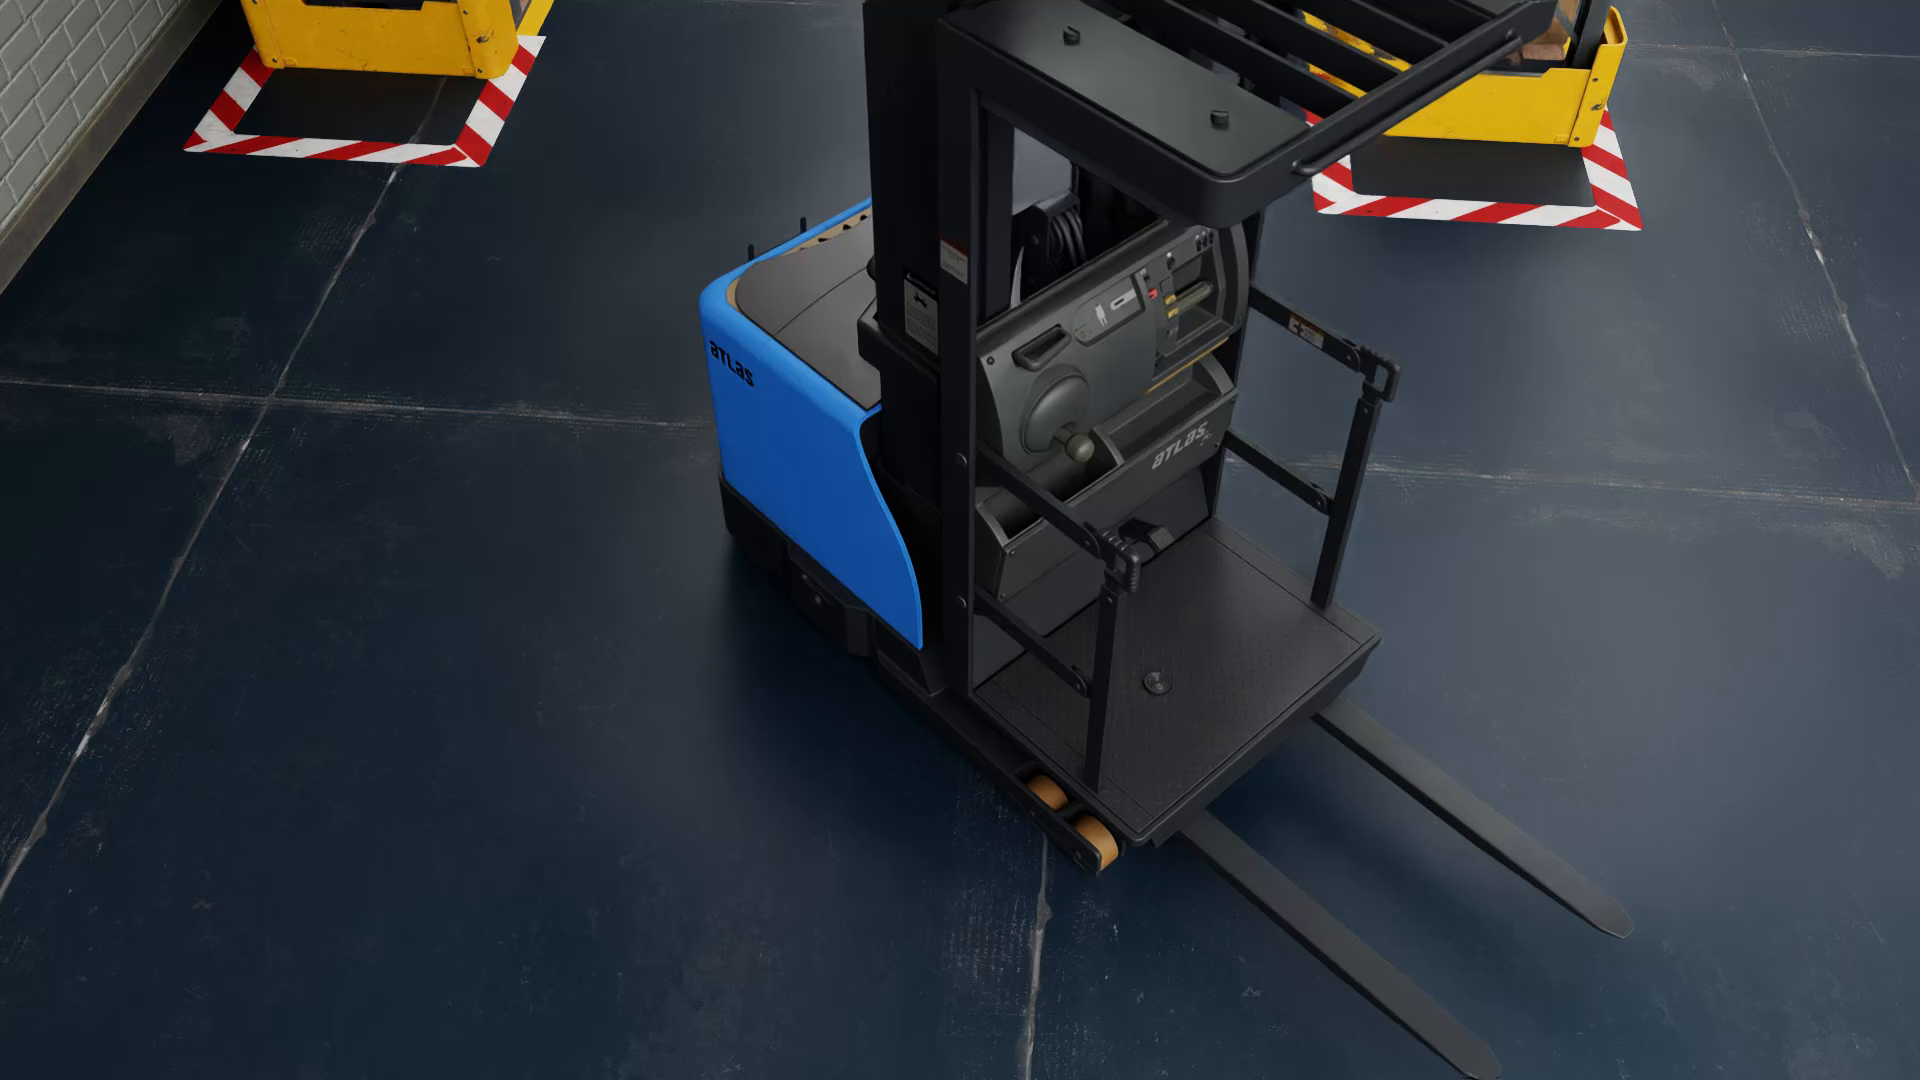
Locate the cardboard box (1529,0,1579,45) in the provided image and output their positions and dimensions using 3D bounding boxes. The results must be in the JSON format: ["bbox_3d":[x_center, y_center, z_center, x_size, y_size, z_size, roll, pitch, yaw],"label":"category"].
[{"bbox_3d":[2.511,-2.516,7.598,0.500,0.250,0.500,4,48,4],"label":"cardboard box"}]

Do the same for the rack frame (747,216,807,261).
[{"bbox_3d":[-0.602,-0.710,5.789,0.240,0.900,0.006,-34,56,-27],"label":"rack frame"}]

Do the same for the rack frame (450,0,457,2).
[{"bbox_3d":[-2.693,-3.254,6.693,1.000,3.000,0.127,4,48,4],"label":"rack frame"}]

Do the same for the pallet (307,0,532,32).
[{"bbox_3d":[-2.576,-2.963,8.317,1.003,0.211,1.213,4,48,4],"label":"pallet"}]

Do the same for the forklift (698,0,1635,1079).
[{"bbox_3d":[0.559,-0.454,4.179,1.130,2.935,3.031,-34,56,-27],"label":"forklift"}]

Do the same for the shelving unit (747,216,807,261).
[{"bbox_3d":[-0.533,-0.654,5.739,0.258,0.900,0.210,-34,56,-27],"label":"shelving unit"}]

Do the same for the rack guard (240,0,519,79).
[{"bbox_3d":[-2.686,-2.466,7.667,1.175,0.500,0.348,4,48,4],"label":"rack guard"}]

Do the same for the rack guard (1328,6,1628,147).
[{"bbox_3d":[2.239,-2.062,7.297,1.175,0.500,0.348,4,48,4],"label":"rack guard"}]

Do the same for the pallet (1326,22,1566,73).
[{"bbox_3d":[2.269,-2.547,7.937,1.003,0.211,1.213,4,48,4],"label":"pallet"}]

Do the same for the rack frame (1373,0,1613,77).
[{"bbox_3d":[2.241,-2.924,6.391,1.000,3.000,0.127,4,48,4],"label":"rack frame"}]
